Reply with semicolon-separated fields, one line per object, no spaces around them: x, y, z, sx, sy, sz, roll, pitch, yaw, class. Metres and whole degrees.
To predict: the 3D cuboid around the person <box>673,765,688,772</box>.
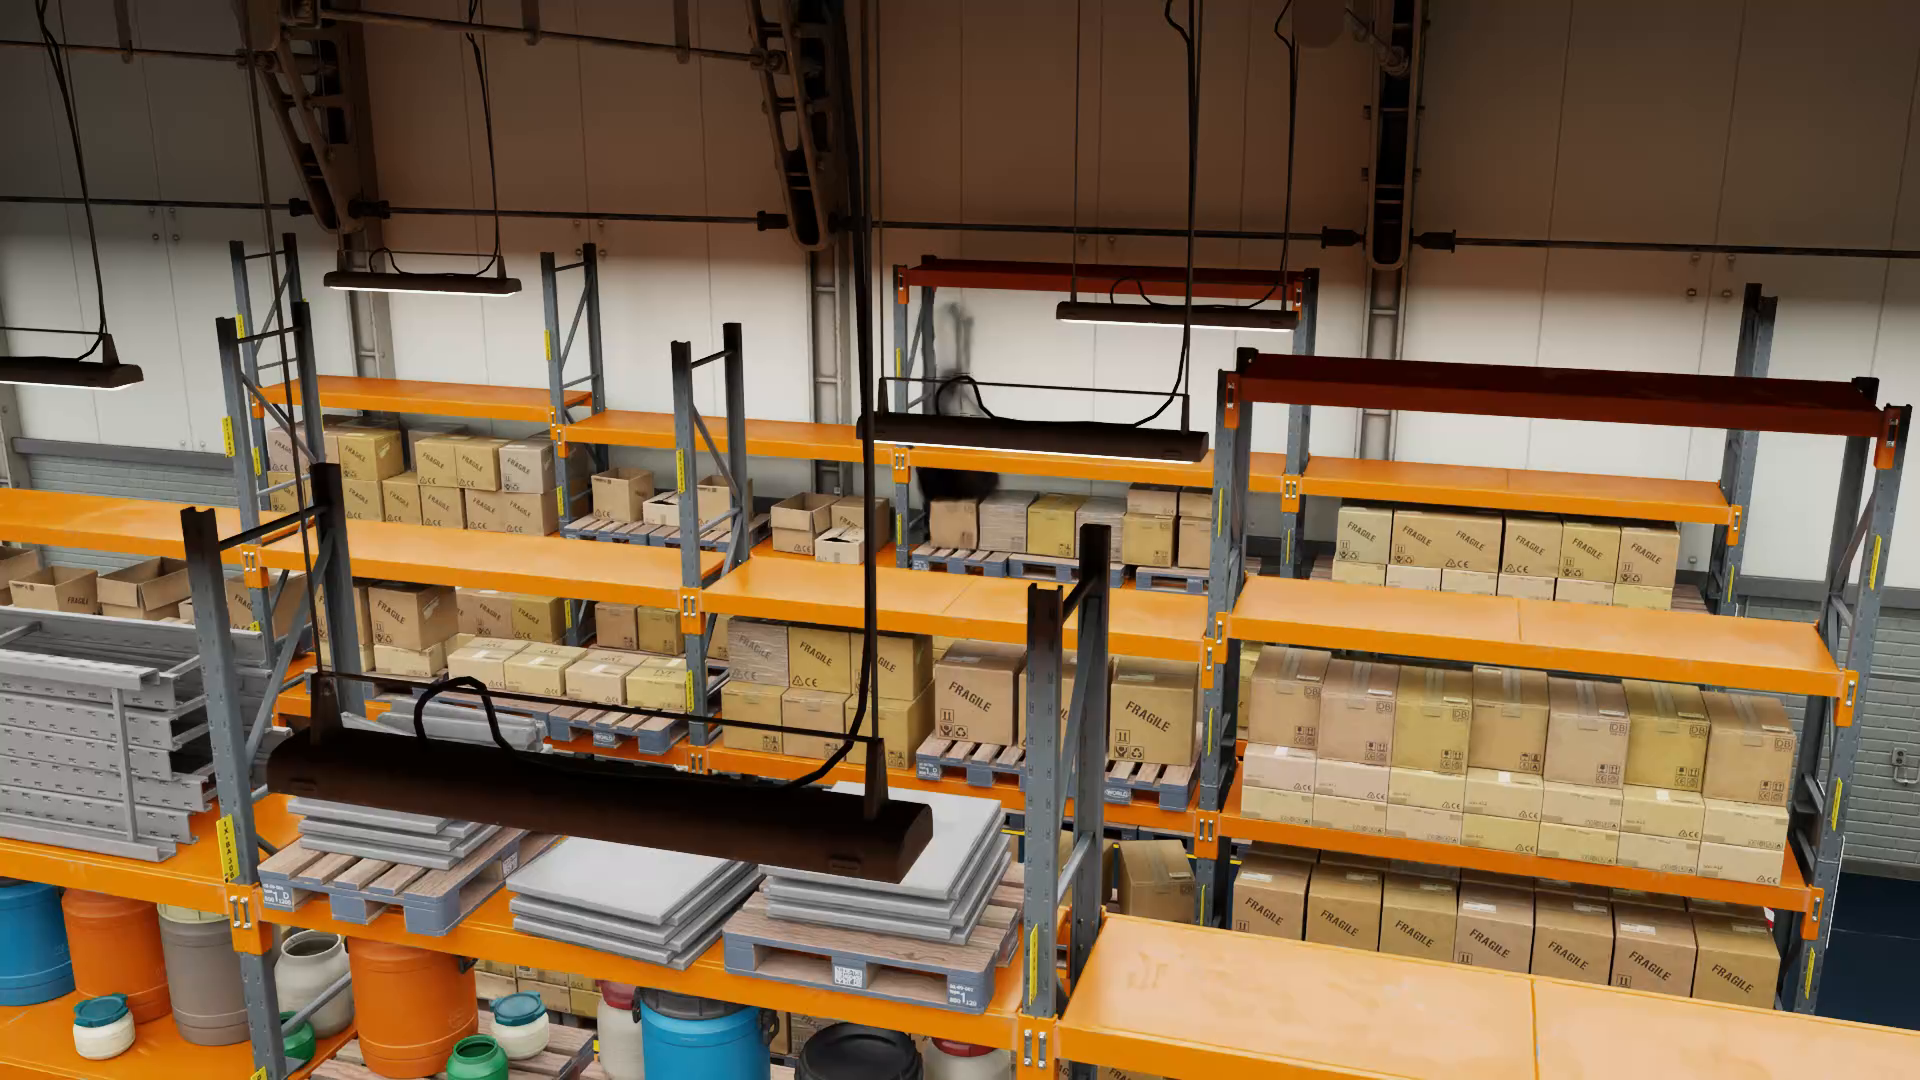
-2.540;2.859;15.717;0.760;1.733;0.669;4;17;13;person
